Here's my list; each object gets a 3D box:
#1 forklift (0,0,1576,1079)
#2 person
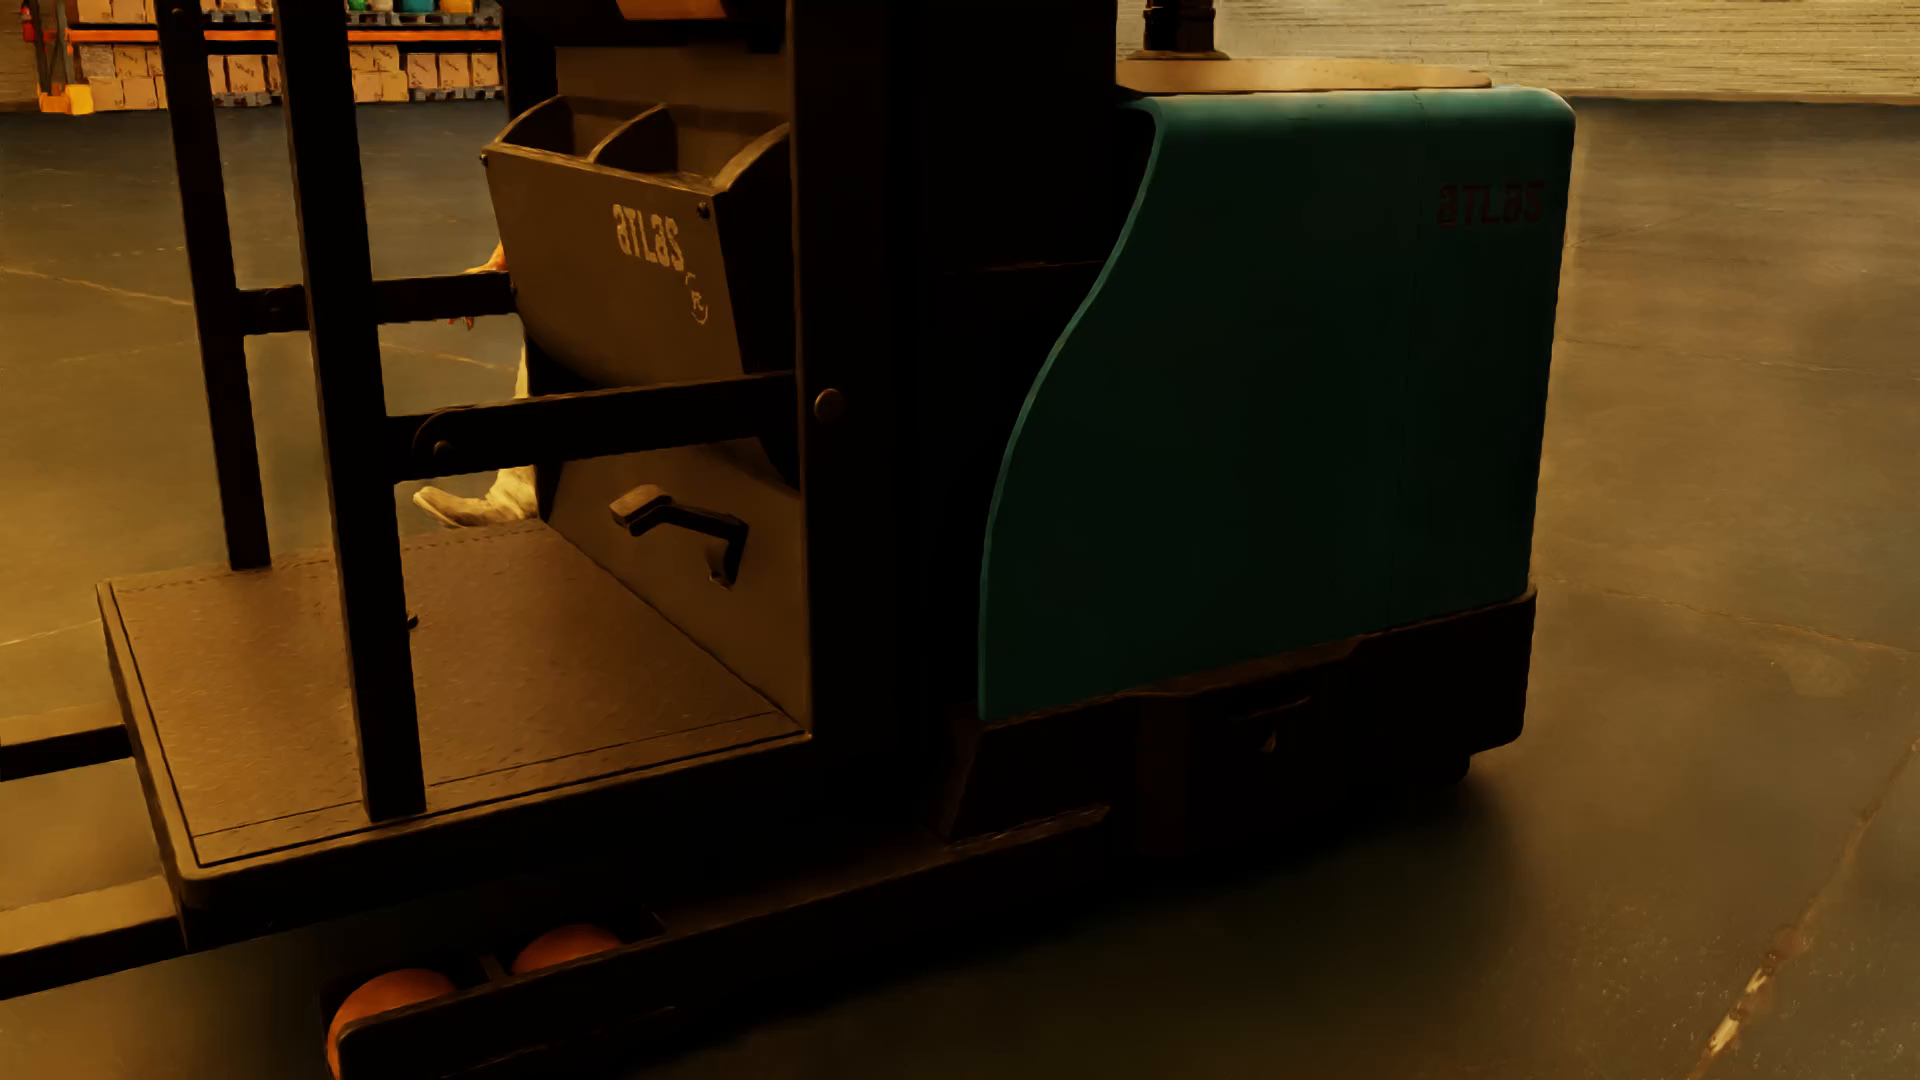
[{"bbox_3d":[-0.619,-0.933,1.971,3.031,2.935,1.130,-10,19,-29],"label":"forklift"},{"bbox_3d":[-0.533,-0.569,3.546,1.270,1.352,0.741,12,21,34],"label":"person"}]
